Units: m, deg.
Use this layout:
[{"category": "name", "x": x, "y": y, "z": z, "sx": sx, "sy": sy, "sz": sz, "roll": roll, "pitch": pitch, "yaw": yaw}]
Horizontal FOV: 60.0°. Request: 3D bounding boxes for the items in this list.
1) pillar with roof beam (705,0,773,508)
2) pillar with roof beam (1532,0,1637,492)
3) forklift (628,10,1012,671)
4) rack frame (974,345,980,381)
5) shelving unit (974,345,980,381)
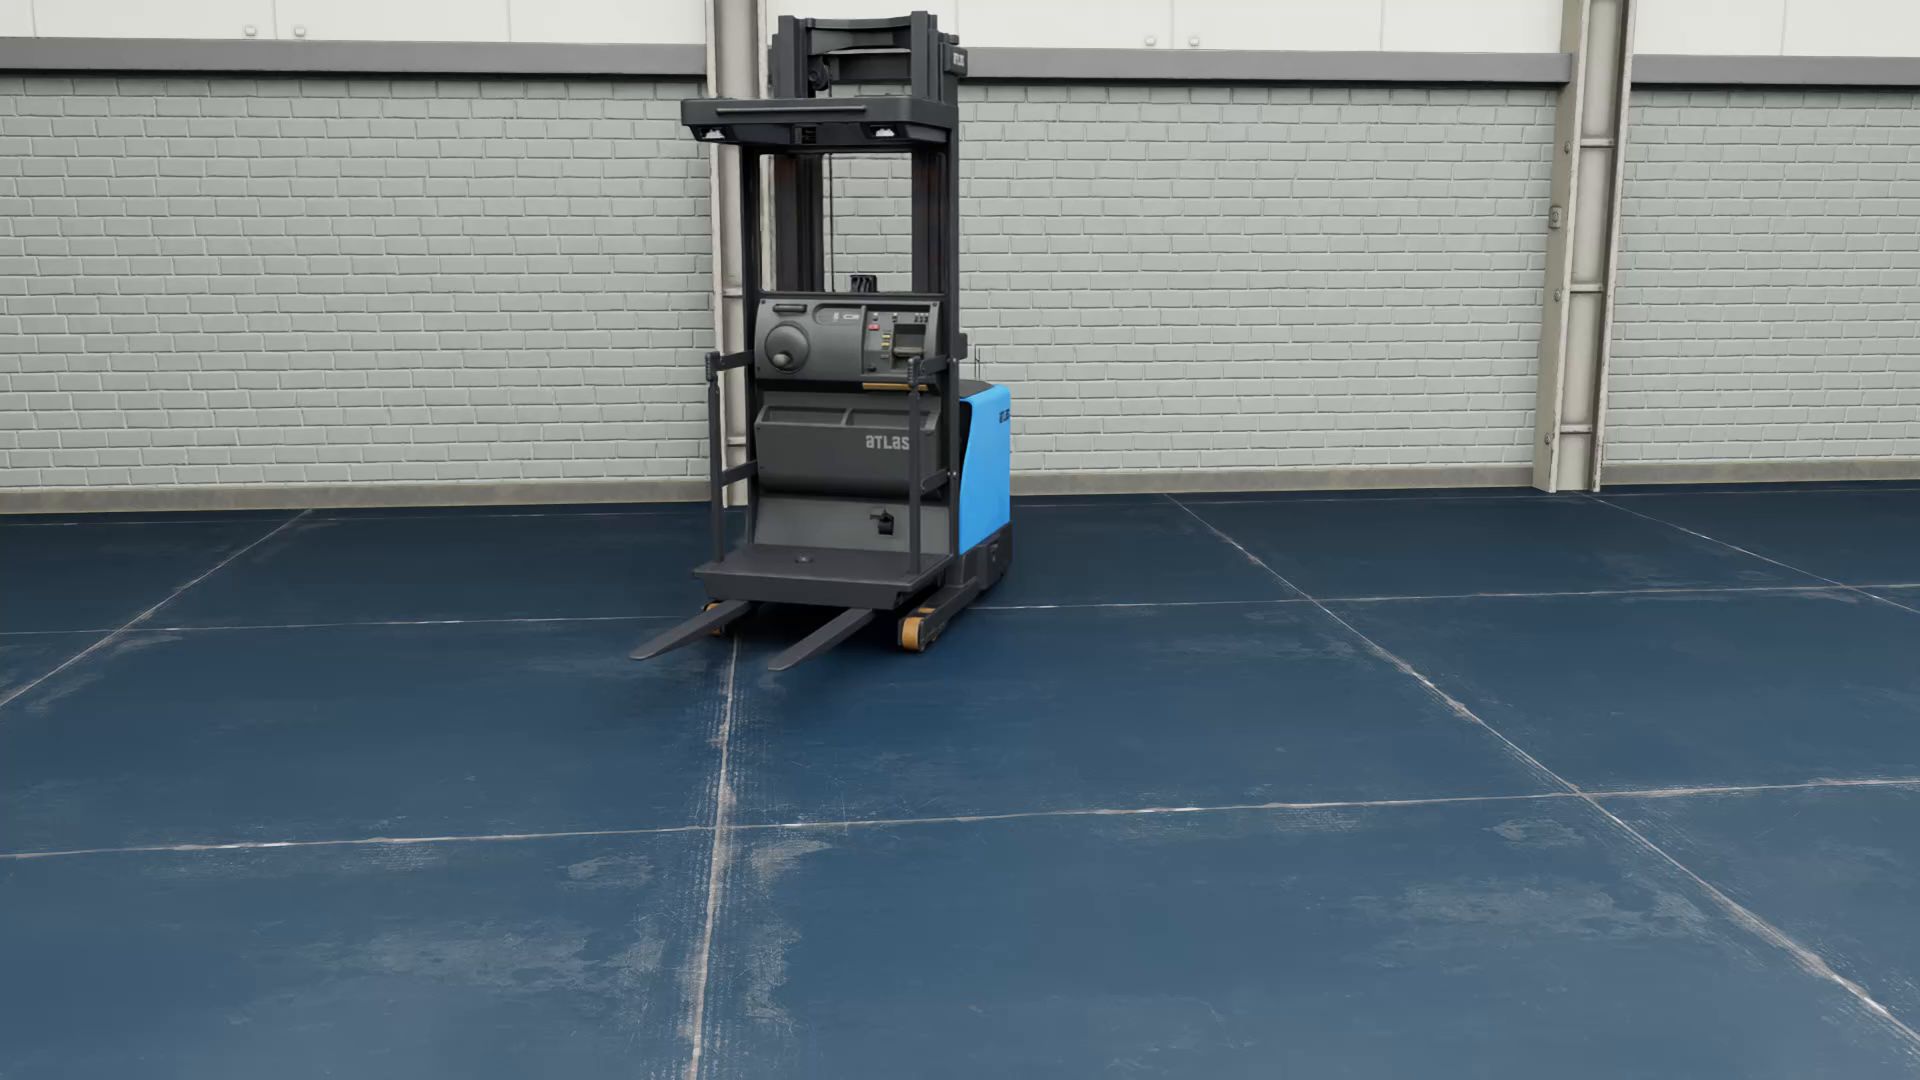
[{"category": "pillar with roof beam", "x": -1.021, "y": -3.847, "z": 6.606, "sx": 0.400, "sy": 9.000, "sz": 9.100, "roll": -1, "pitch": 11, "yaw": -6}, {"category": "pillar with roof beam", "x": 4.944, "y": -3.972, "z": 7.242, "sx": 0.400, "sy": 9.000, "sz": 9.100, "roll": -1, "pitch": 11, "yaw": -6}, {"category": "forklift", "x": -0.609, "y": -1.002, "z": 7.869, "sx": 1.130, "sy": 2.935, "sz": 3.031, "roll": 3, "pitch": 12, "yaw": 16}, {"category": "rack frame", "x": 0.105, "y": -0.591, "z": 10.264, "sx": 0.006, "sy": 1.200, "sz": 0.240, "roll": -1, "pitch": 11, "yaw": -6}, {"category": "shelving unit", "x": 0.014, "y": -0.589, "z": 10.254, "sx": 0.189, "sy": 1.200, "sz": 0.258, "roll": -1, "pitch": 11, "yaw": -6}]
